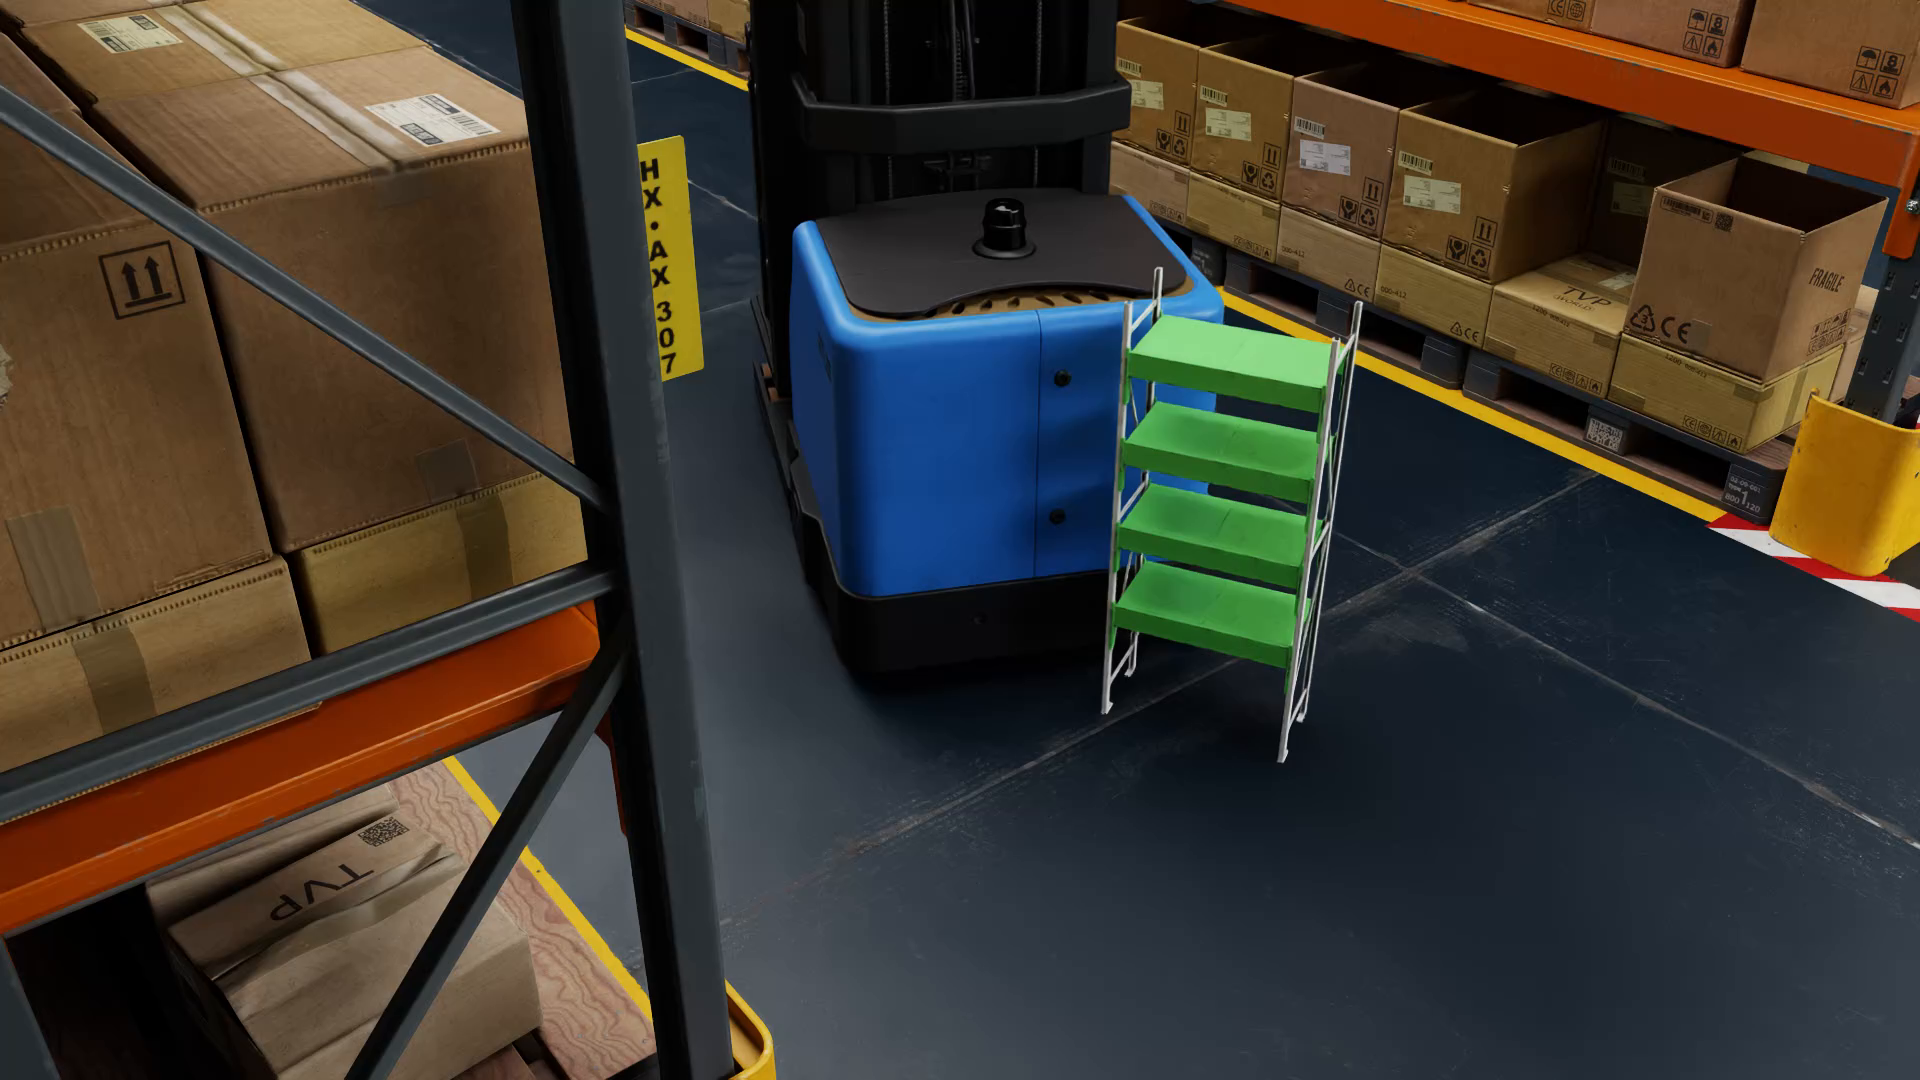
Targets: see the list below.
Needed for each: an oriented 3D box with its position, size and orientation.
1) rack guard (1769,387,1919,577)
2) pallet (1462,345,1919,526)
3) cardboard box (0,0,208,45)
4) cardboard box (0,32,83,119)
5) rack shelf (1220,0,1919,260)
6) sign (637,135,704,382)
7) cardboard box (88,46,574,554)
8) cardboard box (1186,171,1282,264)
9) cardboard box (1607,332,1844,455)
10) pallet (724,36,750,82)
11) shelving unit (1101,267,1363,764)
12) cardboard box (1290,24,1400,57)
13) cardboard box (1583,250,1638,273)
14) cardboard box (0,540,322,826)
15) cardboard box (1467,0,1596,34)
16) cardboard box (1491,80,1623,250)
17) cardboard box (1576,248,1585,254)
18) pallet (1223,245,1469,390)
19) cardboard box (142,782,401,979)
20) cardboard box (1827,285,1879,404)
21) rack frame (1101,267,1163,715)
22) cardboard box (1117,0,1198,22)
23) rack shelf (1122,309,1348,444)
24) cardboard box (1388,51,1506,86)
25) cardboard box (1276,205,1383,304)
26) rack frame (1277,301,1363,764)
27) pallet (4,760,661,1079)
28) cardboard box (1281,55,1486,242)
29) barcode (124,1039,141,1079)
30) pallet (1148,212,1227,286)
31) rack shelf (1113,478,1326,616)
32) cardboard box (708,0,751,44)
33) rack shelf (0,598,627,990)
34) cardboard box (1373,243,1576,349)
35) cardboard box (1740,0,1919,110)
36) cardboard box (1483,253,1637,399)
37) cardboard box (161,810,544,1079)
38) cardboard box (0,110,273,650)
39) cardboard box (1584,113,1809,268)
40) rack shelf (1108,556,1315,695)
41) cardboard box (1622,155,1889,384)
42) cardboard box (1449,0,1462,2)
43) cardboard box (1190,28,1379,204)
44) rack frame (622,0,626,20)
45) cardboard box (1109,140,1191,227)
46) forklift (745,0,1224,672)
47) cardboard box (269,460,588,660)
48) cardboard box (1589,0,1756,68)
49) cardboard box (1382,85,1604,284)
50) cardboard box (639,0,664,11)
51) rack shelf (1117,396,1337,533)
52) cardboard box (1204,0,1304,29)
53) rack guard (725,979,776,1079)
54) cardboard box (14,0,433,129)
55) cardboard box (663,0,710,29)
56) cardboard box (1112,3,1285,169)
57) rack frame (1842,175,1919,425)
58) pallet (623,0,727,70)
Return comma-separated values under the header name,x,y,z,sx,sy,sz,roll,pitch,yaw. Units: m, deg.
name,x,y,z,sx,sy,sz,roll,pitch,yaw
rack guard,3.107,-0.346,5.334,1.175,0.500,0.348,-22,38,-31
pallet,2.590,-0.539,5.918,1.003,0.211,1.213,-22,38,-31
cardboard box,-1.481,-0.800,3.108,0.500,0.500,0.500,-24,39,-33
cardboard box,-1.577,-0.418,2.492,0.500,0.500,0.500,-22,38,-31
rack shelf,1.866,-1.946,6.222,1.077,0.370,4.000,-22,38,-31
sign,-0.390,-0.357,2.162,0.100,0.325,0.005,-22,38,-31
cardboard box,-0.874,-0.374,2.421,0.500,0.500,0.500,-22,38,-31
cardboard box,1.289,-1.384,6.844,0.500,0.250,0.500,-22,38,-31
cardboard box,2.530,-0.557,5.511,0.500,0.250,0.500,-22,38,-31
pallet,-0.596,-2.704,9.404,1.003,0.211,1.213,-22,38,-31
shelving unit,0.659,-0.042,4.180,0.503,1.200,0.258,14,34,21
cardboard box,1.703,-1.872,6.919,0.500,0.500,0.500,-22,38,-31
cardboard box,2.629,-0.931,6.114,0.500,0.250,0.500,-22,38,-31
cardboard box,-1.258,0.109,2.354,0.500,0.250,0.500,-22,38,-31
cardboard box,2.190,-2.086,5.670,0.700,0.500,0.500,-22,38,-31
cardboard box,2.314,-1.455,6.246,0.500,0.500,0.500,-22,38,-31
cardboard box,2.323,-1.140,6.450,0.500,0.250,0.500,-22,38,-31
pallet,1.846,-1.047,6.736,1.003,0.211,1.213,-22,38,-31
cardboard box,-1.521,0.586,3.595,0.500,0.311,0.500,-19,37,-28
cardboard box,2.939,-0.724,5.781,0.500,0.250,0.500,-22,38,-31
rack frame,0.437,-0.095,4.266,0.015,1.200,0.240,14,34,21
cardboard box,0.676,-2.120,7.317,0.500,0.500,0.500,-22,38,-31
rack shelf,0.659,-0.395,3.961,0.480,0.148,0.258,14,34,21
cardboard box,2.021,-1.669,6.591,0.500,0.500,0.500,-22,38,-31
cardboard box,1.600,-1.178,6.511,0.500,0.250,0.500,-22,38,-31
rack frame,0.881,0.012,4.094,0.015,1.200,0.240,14,34,21
pallet,-1.336,0.989,3.458,1.003,0.211,1.213,-22,38,-31
cardboard box,1.598,-1.495,6.312,0.500,0.500,0.500,-22,38,-31
barcode,-1.499,0.942,3.013,0.001,0.075,0.075,-22,38,-31
pallet,1.094,-1.556,7.555,1.003,0.211,1.213,-22,38,-31
rack shelf,0.659,0.012,4.214,0.480,0.148,0.258,14,34,21
cardboard box,-1.092,-3.026,9.486,0.500,0.250,0.500,-23,39,-33
rack shelf,-2.045,-0.342,3.639,1.077,0.370,4.000,-22,38,-31
cardboard box,1.906,-0.969,6.175,0.500,0.250,0.500,-22,38,-31
cardboard box,2.816,-1.659,4.984,0.700,0.500,0.500,-22,38,-31
cardboard box,2.214,-0.761,5.840,0.500,0.250,0.500,-22,38,-31
cardboard box,-1.172,0.824,3.212,0.500,0.311,0.500,-27,41,-36
cardboard box,-1.276,-0.205,2.150,0.500,0.500,0.500,-23,38,-32
cardboard box,2.631,-1.250,5.918,0.500,0.500,0.500,-22,38,-31
rack shelf,0.659,0.216,4.340,0.480,0.148,0.258,14,34,21
cardboard box,2.528,-0.874,5.312,0.500,0.500,0.500,-22,38,-31
cardboard box,1.864,-2.304,6.021,0.700,0.500,0.500,-21,38,-30
cardboard box,1.290,-1.703,6.646,0.500,0.500,0.500,-22,38,-31
rack frame,-1.814,-4.752,10.059,1.000,3.000,0.127,-22,38,-31
cardboard box,0.987,-1.594,7.182,0.500,0.250,0.500,-22,38,-31
forklift,-0.127,-1.651,5.131,1.130,2.935,3.031,-7,32,-11
cardboard box,-0.867,-0.065,2.635,0.500,0.250,0.500,-24,39,-33
cardboard box,2.490,-1.877,5.334,0.700,0.500,0.500,-21,38,-30
cardboard box,1.903,-1.286,5.976,0.500,0.500,0.500,-22,38,-31
cardboard box,-1.725,-3.449,10.169,0.500,0.250,0.500,-22,38,-32
rack shelf,0.659,-0.191,4.087,0.480,0.148,0.258,14,34,21
cardboard box,1.394,-2.080,7.252,0.500,0.500,0.500,-22,38,-31
rack guard,-0.865,1.216,2.818,1.175,0.500,0.348,-22,38,-31
cardboard box,-1.169,-0.583,2.758,0.500,0.500,0.500,-22,38,-31
cardboard box,-1.416,-3.240,9.832,0.500,0.250,0.500,-23,39,-33
cardboard box,0.989,-1.914,6.986,0.500,0.500,0.500,-22,38,-31
rack frame,3.092,-1.418,4.690,1.000,3.000,0.127,-22,38,-31
pallet,-1.340,-3.212,10.222,1.003,0.211,1.213,-22,38,-31
